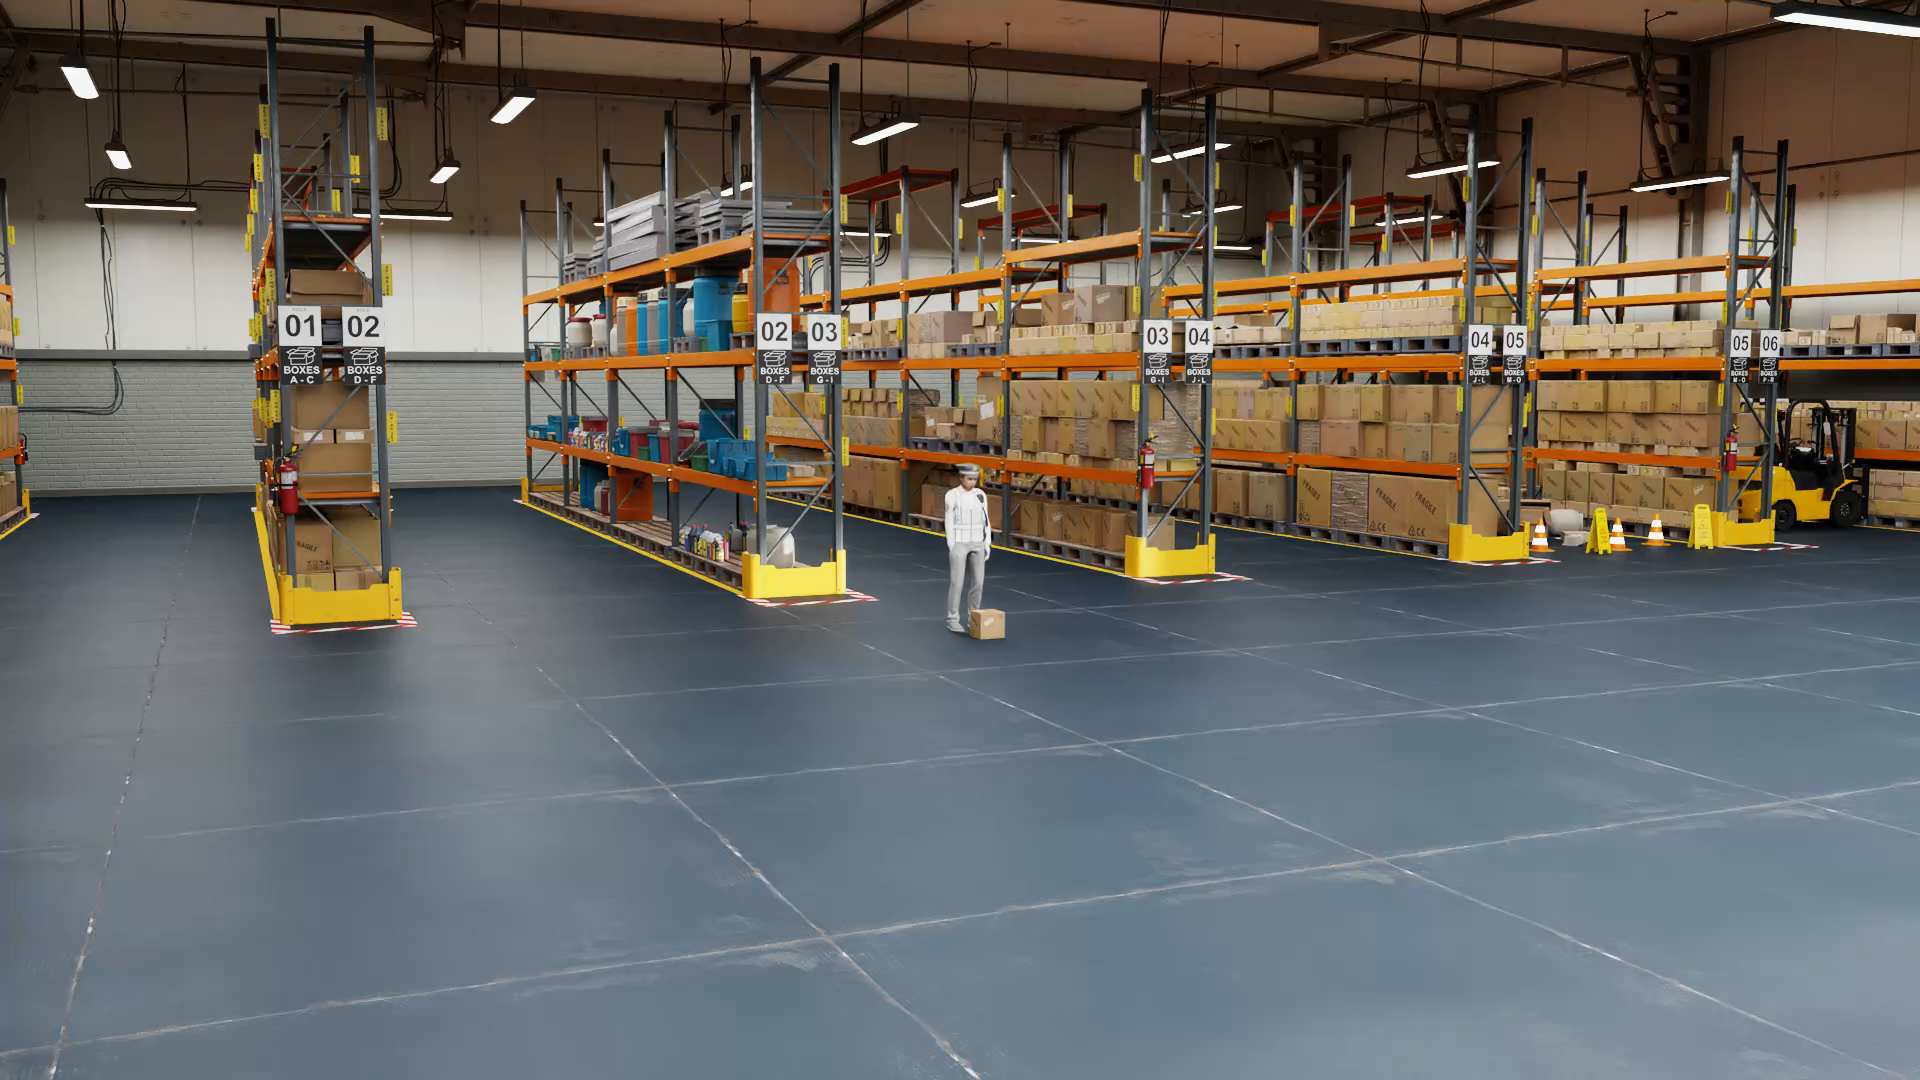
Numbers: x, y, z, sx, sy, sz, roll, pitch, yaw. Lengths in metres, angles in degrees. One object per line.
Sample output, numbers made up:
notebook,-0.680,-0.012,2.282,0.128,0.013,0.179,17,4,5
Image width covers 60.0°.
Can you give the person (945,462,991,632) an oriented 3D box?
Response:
person,0.084,0.066,16.370,0.471,1.665,0.327,-2,6,-23
